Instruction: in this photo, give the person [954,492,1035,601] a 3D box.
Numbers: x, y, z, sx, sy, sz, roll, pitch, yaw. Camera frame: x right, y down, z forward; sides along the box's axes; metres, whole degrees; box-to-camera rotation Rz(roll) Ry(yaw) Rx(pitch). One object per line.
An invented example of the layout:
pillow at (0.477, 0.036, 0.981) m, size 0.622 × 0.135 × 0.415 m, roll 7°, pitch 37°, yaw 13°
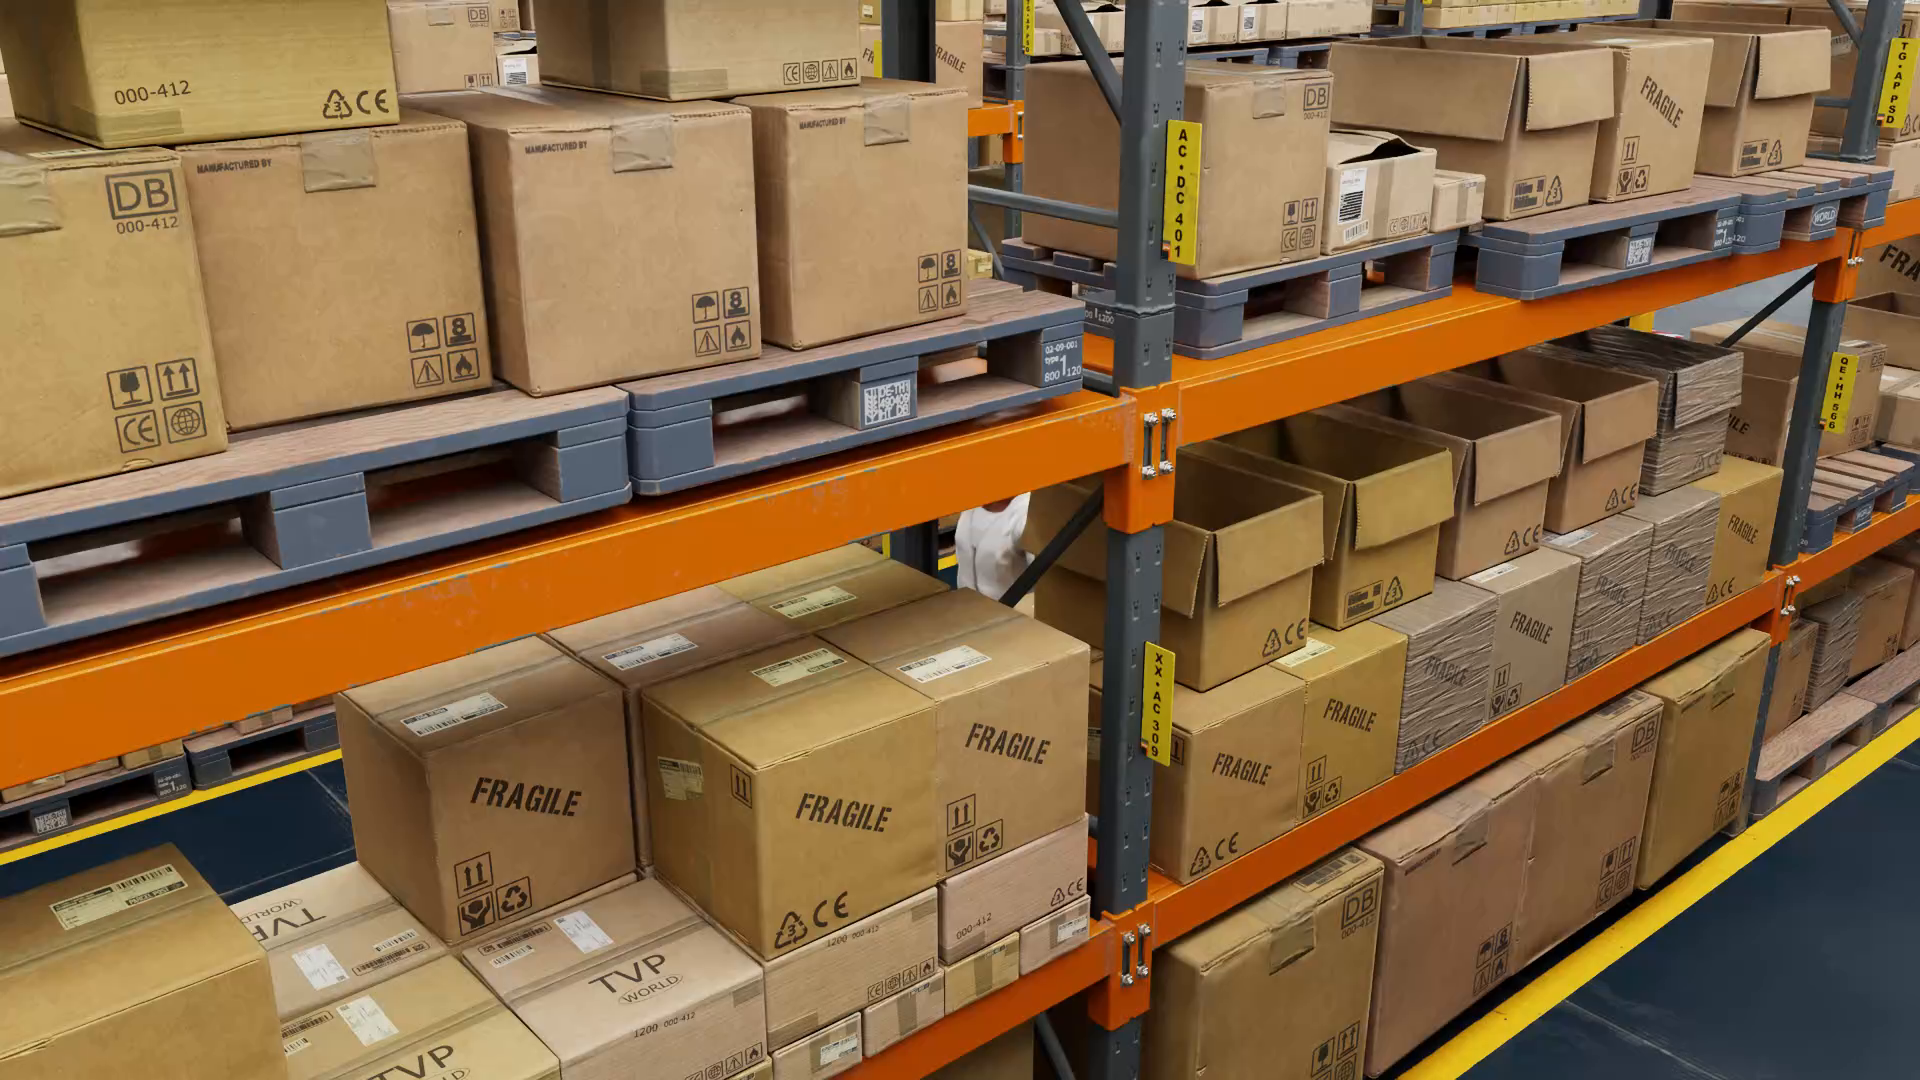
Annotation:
person at (0.182, 0.354, 7.570) m, size 0.650 × 1.772 × 0.379 m, roll 18°, pitch 28°, yaw 40°
